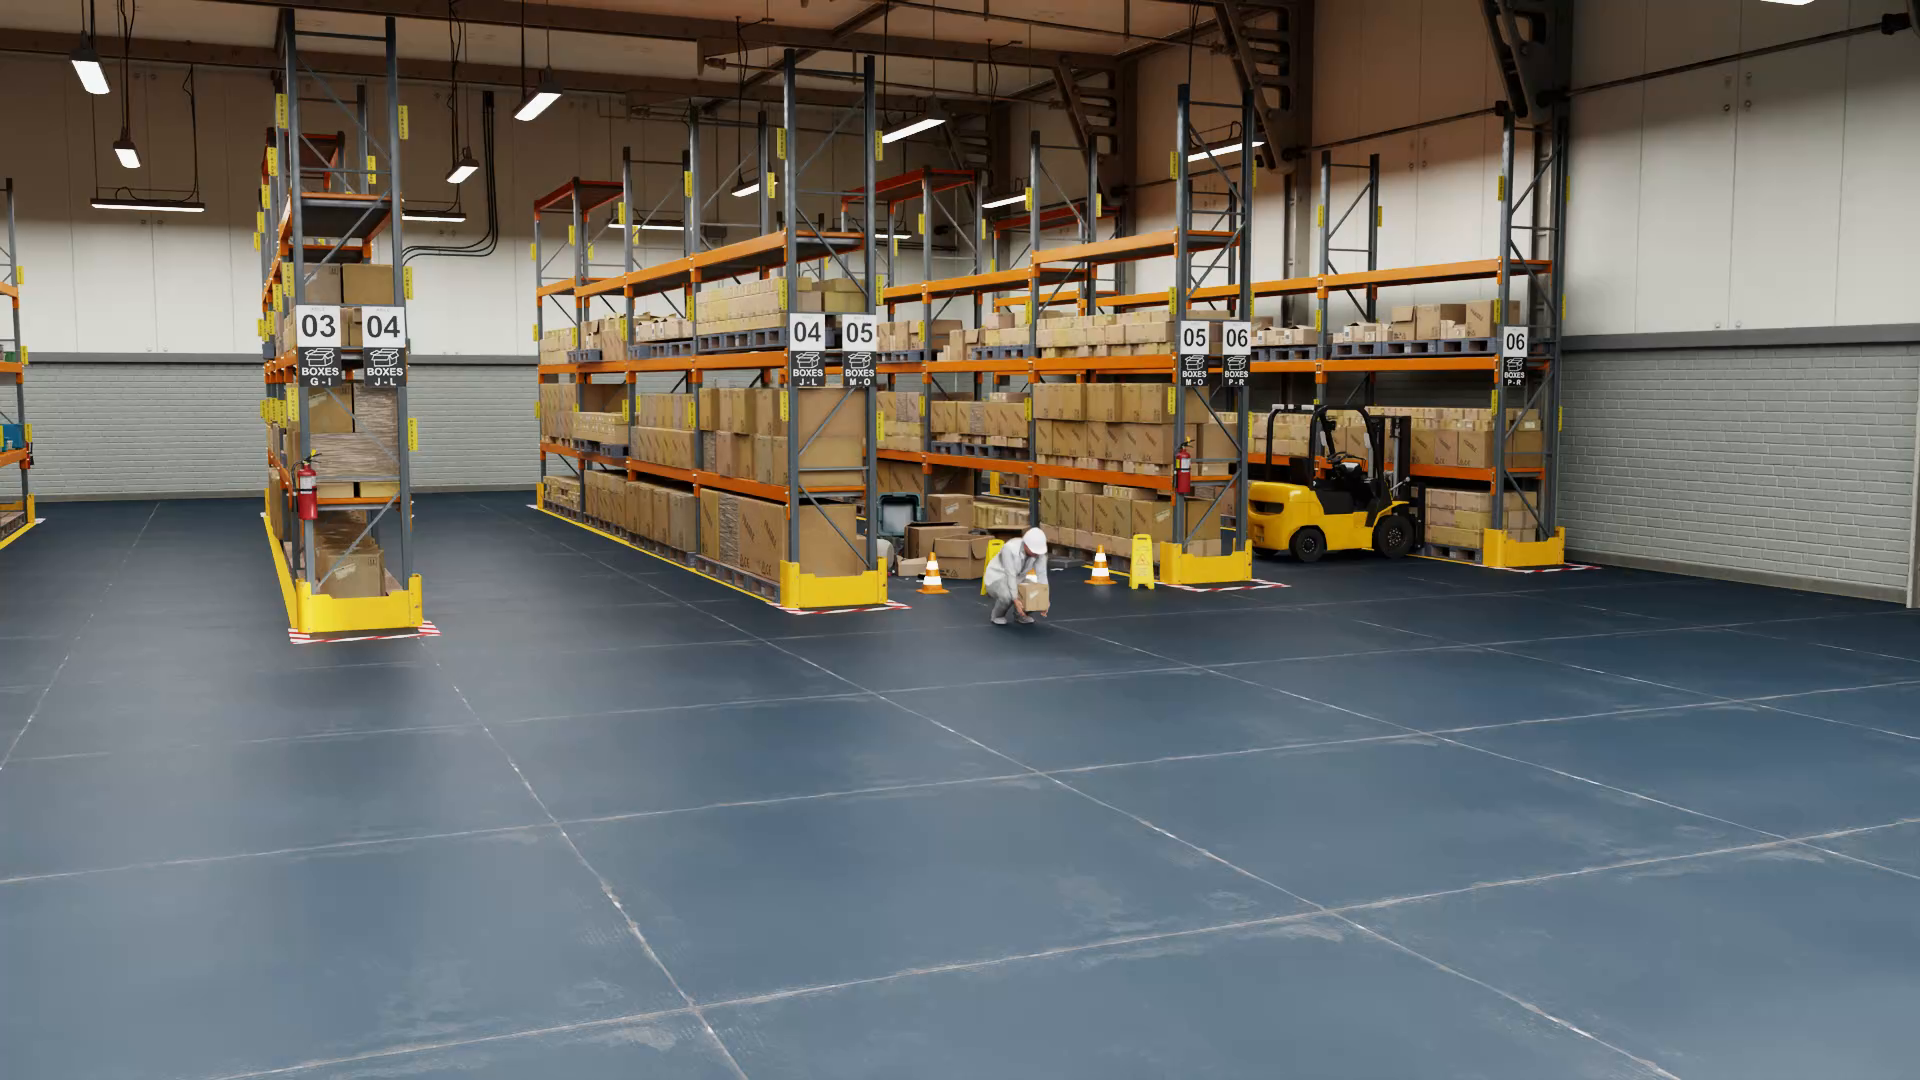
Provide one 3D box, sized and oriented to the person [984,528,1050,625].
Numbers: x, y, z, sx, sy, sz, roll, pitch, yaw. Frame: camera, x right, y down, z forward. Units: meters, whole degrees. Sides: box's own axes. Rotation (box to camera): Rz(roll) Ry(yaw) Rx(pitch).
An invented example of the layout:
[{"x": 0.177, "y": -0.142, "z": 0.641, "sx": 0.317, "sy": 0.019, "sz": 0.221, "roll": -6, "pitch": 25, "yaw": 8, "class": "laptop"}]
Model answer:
[{"x": 0.594, "y": 0.363, "z": 16.876, "sx": 0.523, "sy": 1.015, "sz": 0.871, "roll": -2, "pitch": 6, "yaw": -25, "class": "person"}]
